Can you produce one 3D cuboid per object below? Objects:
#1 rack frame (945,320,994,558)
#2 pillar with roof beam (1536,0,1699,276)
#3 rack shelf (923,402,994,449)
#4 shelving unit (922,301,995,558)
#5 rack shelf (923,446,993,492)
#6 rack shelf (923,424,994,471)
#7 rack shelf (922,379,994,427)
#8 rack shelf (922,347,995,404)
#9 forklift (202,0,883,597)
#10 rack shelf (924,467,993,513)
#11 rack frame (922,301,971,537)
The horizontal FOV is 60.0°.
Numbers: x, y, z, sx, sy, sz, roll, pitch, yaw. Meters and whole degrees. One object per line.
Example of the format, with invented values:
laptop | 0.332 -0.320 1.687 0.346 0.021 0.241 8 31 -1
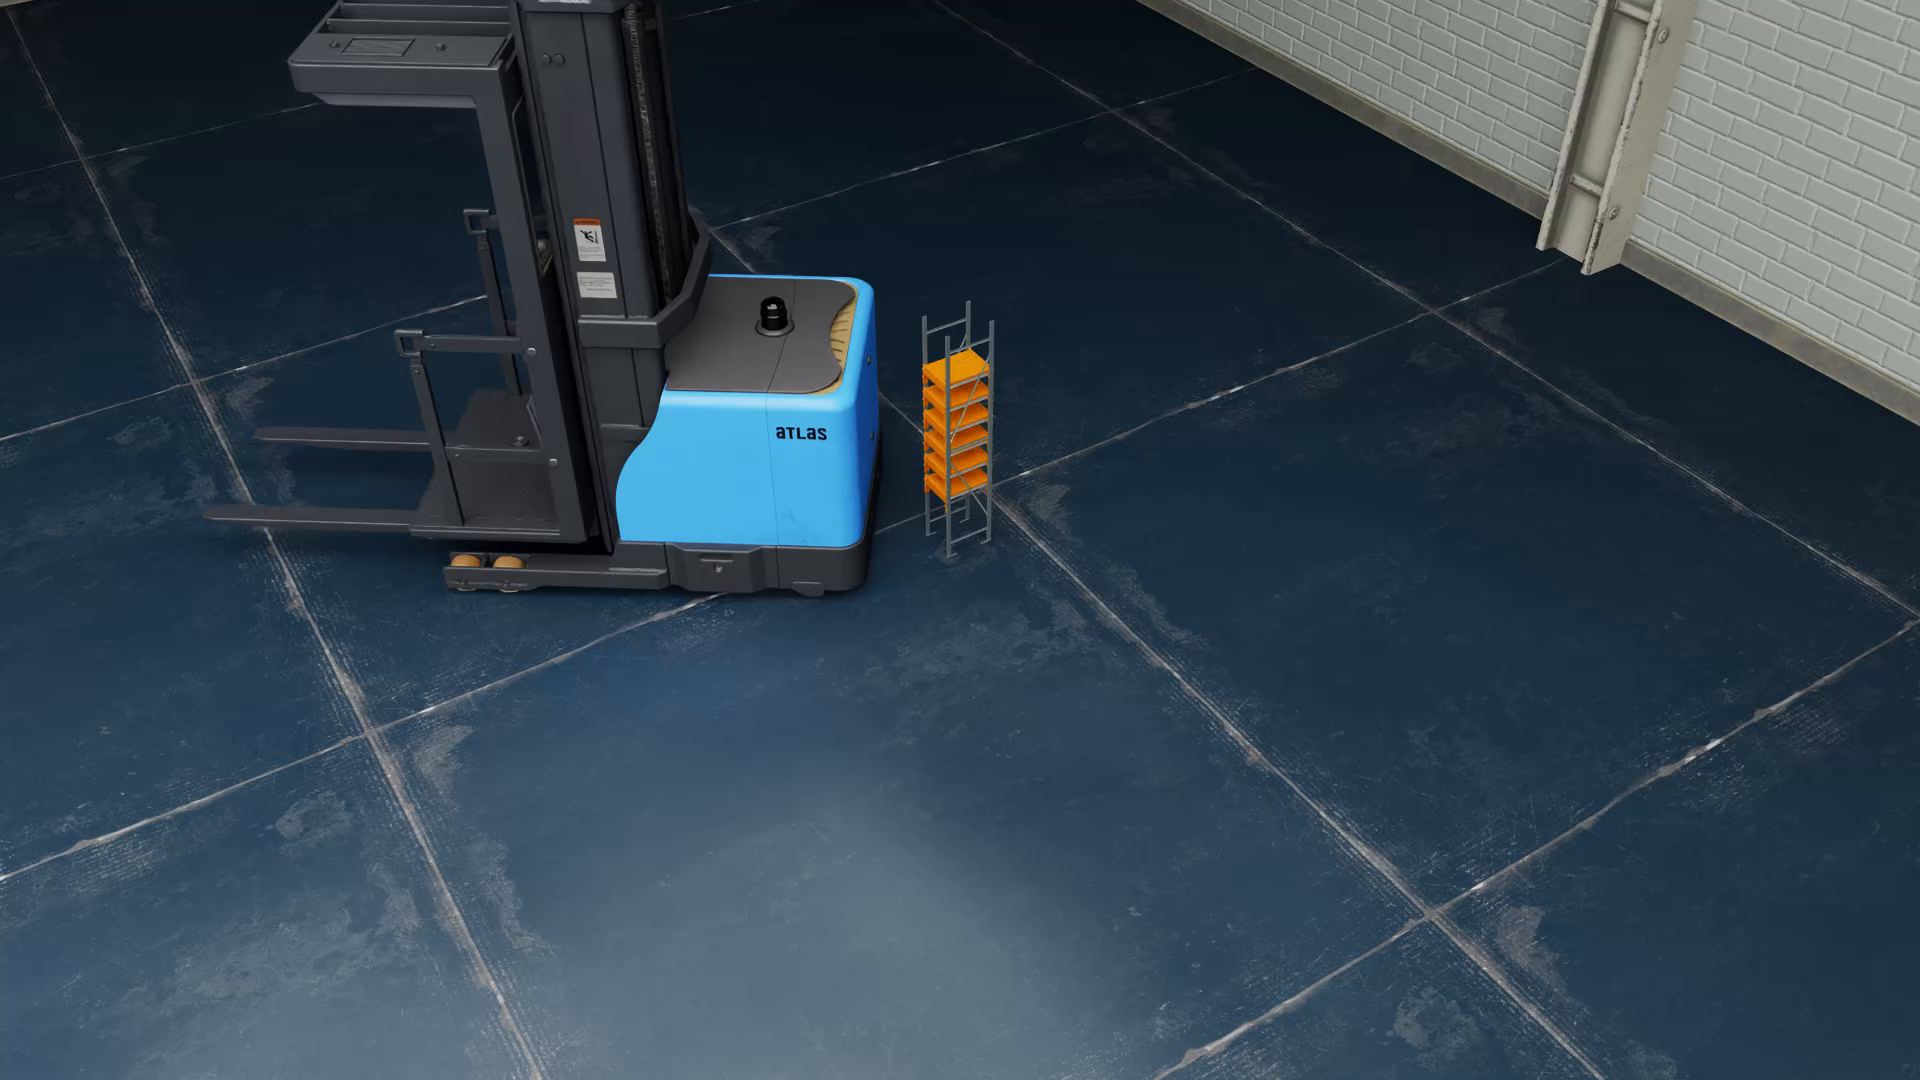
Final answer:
rack frame | 0.041 -0.419 7.316 0.240 1.200 0.006 -22 45 -24
pillar with roof beam | 0.006 -3.656 5.108 9.100 9.000 0.400 -22 45 -24
rack shelf | -0.008 -0.527 7.327 0.258 0.103 0.180 -22 45 -24
shelving unit | -0.008 -0.469 7.375 0.258 1.200 0.189 -22 45 -24
rack shelf | -0.008 -0.342 7.481 0.258 0.103 0.180 -22 45 -24
rack shelf | -0.008 -0.435 7.404 0.258 0.103 0.180 -22 45 -24
rack shelf | -0.008 -0.619 7.250 0.258 0.103 0.180 -22 45 -24
rack shelf | -0.008 -0.711 7.173 0.258 0.103 0.180 -22 45 -24
forklift | -1.908 -1.226 6.932 3.031 2.935 1.130 2 40 2
rack shelf | -0.008 -0.250 7.557 0.258 0.103 0.180 -22 45 -24
rack frame | -0.057 -0.518 7.435 0.240 1.200 0.006 -22 45 -24
